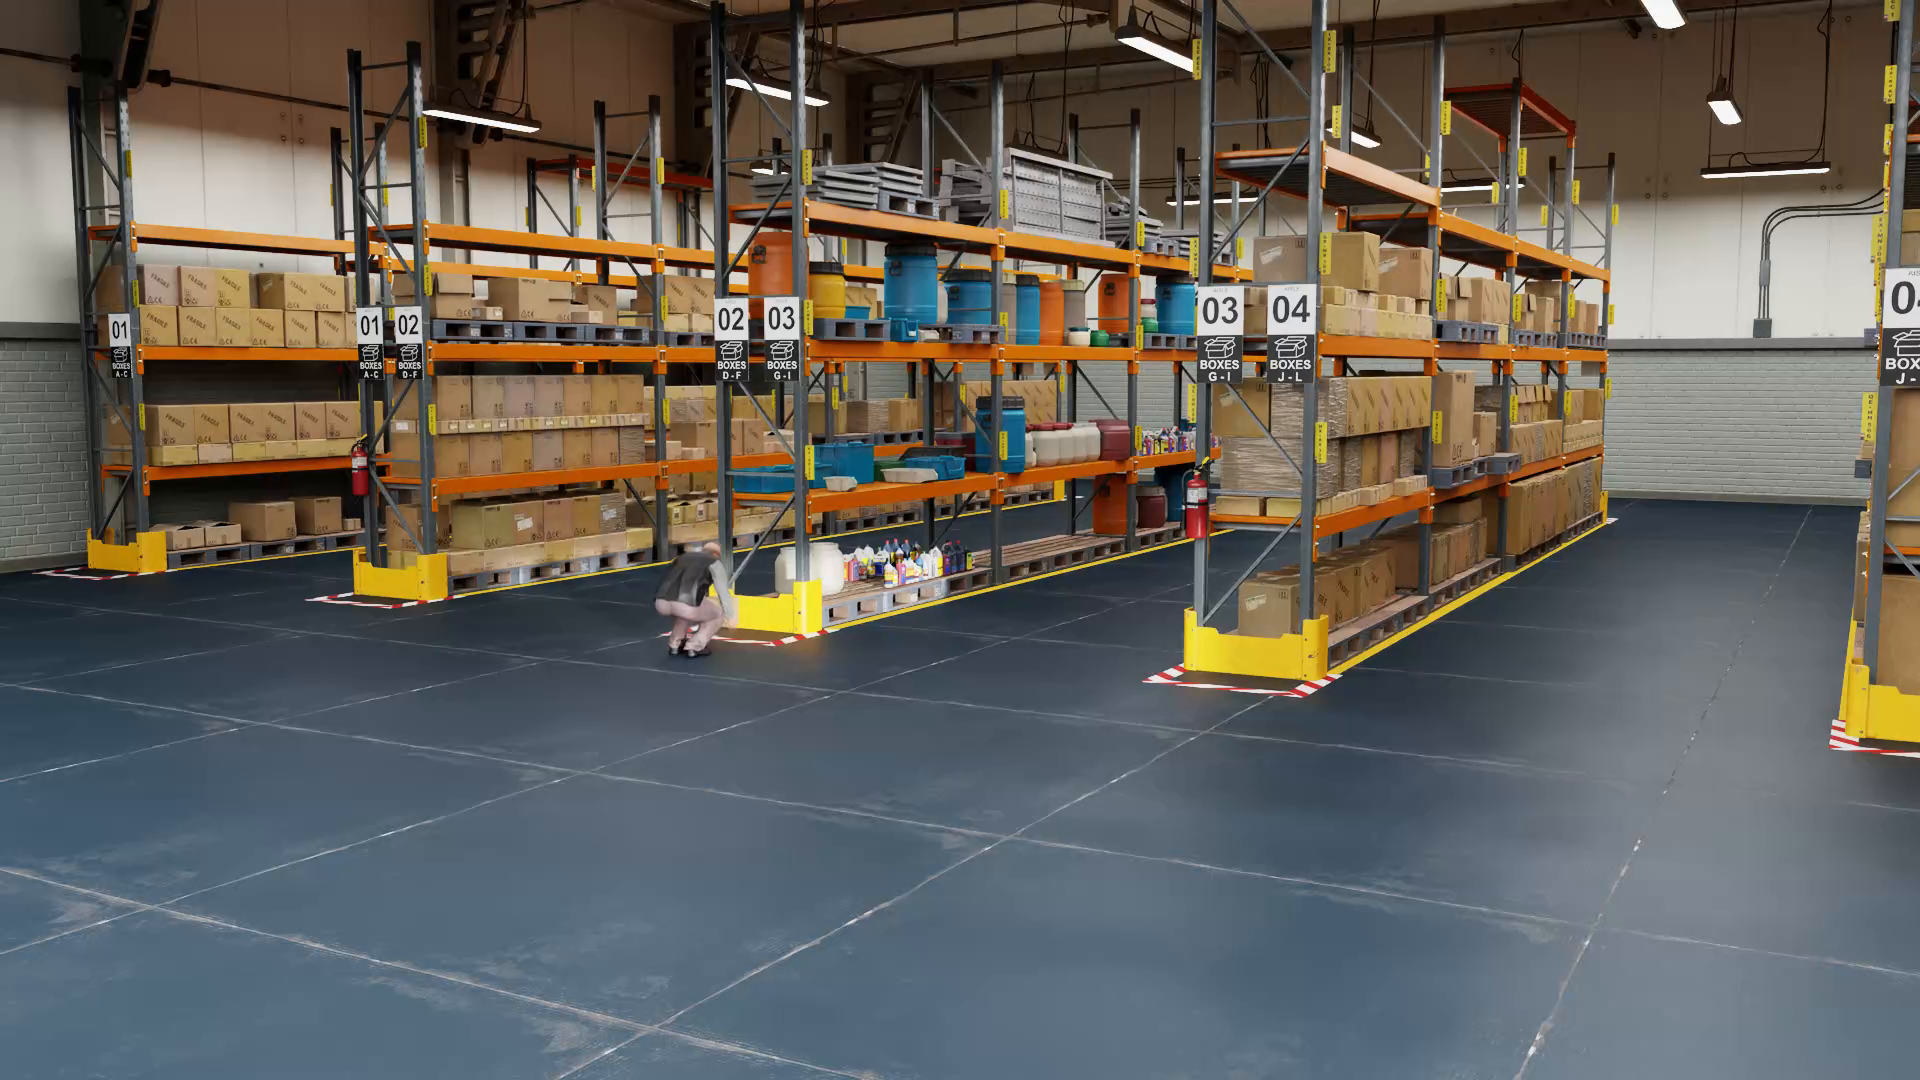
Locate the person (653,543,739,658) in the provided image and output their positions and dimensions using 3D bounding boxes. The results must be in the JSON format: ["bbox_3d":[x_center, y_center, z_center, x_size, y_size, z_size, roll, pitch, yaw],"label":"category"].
[{"bbox_3d":[-2.366,0.532,14.852,0.508,0.961,0.898,3,7,27],"label":"person"}]
